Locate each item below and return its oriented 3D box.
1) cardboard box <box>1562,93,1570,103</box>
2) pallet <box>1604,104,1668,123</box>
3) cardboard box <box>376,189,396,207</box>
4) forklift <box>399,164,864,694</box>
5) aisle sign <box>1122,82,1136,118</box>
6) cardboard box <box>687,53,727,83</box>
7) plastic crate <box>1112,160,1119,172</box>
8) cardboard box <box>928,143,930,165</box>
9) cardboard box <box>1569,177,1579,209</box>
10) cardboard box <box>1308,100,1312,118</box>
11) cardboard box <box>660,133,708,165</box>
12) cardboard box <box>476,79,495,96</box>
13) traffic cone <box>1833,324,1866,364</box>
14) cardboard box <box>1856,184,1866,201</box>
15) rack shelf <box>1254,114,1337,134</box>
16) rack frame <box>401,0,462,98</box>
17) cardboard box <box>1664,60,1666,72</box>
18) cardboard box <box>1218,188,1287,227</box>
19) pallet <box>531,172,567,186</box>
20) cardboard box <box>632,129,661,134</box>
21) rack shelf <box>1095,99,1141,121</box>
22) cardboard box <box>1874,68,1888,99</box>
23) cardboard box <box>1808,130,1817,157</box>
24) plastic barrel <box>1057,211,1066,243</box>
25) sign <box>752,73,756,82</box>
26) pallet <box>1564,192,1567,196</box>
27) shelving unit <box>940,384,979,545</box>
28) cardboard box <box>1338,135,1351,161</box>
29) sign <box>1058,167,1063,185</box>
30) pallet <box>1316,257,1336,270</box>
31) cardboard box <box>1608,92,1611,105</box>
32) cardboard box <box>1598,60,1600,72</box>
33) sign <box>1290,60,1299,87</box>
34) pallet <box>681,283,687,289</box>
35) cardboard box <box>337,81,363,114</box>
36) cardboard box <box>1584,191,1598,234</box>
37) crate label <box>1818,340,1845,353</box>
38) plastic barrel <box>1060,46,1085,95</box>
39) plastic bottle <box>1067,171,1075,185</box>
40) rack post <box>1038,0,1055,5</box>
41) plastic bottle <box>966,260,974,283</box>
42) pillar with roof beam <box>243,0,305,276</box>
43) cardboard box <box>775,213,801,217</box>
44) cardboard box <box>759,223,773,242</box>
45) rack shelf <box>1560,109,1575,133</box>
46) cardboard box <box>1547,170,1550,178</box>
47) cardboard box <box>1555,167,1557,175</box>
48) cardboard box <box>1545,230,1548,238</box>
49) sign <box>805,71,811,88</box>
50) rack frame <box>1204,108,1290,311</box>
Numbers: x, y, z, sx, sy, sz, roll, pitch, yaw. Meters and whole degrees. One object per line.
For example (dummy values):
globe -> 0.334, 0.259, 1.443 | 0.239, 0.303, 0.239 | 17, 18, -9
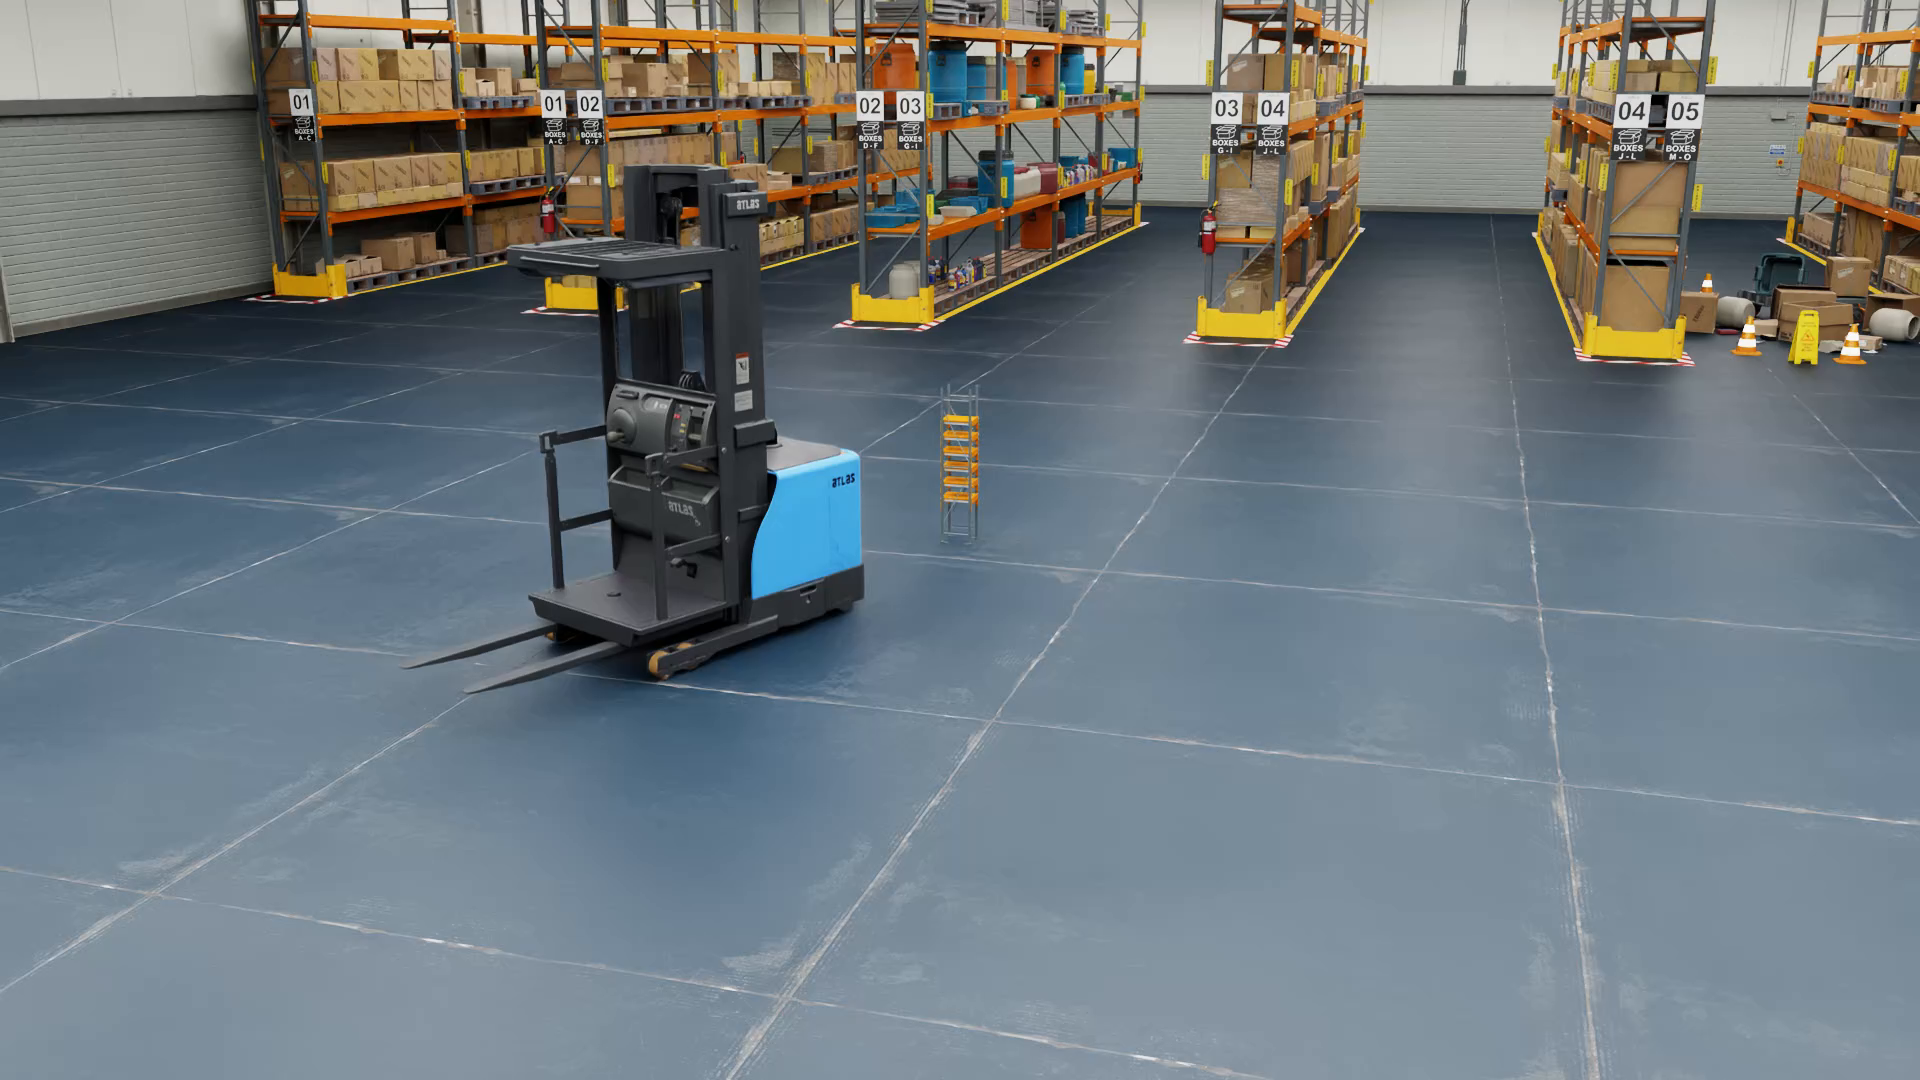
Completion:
cardboard box -> 11.821, -8.460, 31.935 | 0.500, 0.250, 0.500 | 5, 17, 17
pallet -> 8.731, -5.395, 21.019 | 1.003, 0.211, 1.213 | 5, 16, 16
cardboard box -> -9.716, -5.674, 27.573 | 0.500, 0.250, 0.500 | 4, 16, 15
forklift -> -1.973, -0.735, 10.050 | 1.130, 2.935, 3.031 | 13, 20, 38
aisle sign -> 3.903, -10.028, 37.922 | 0.394, 0.787, 0.004 | 5, 16, 16
cardboard box -> -4.343, -8.119, 28.589 | 0.500, 0.500, 0.500 | 5, 17, 17
plastic crate -> 3.264, -8.172, 36.341 | 0.416, 0.233, 0.300 | 5, 16, 16
cardboard box -> -1.013, -9.076, 39.147 | 0.500, 0.500, 0.500 | 5, 17, 18
cardboard box -> 10.132, -5.579, 26.819 | 0.500, 0.500, 0.500 | 5, 16, 16
cardboard box -> 4.903, -6.353, 24.508 | 0.500, 0.250, 0.500 | 5, 17, 17
cardboard box -> -4.676, -6.582, 27.978 | 0.700, 0.500, 0.500 | 5, 17, 16
cardboard box -> -8.900, -8.310, 30.527 | 0.500, 0.311, 0.500 | 5, 17, 18
traffic cone -> 11.030, -2.432, 20.554 | 0.336, 0.463, 0.334 | 5, 16, 16
cardboard box -> 15.880, -6.017, 28.820 | 0.500, 0.250, 0.500 | 4, 16, 15
rack shelf -> 5.509, -6.878, 27.401 | 1.077, 0.370, 4.000 | 5, 16, 16
rack frame -> -9.307, -9.296, 29.112 | 1.000, 3.000, 0.127 | 5, 16, 16
cardboard box -> 9.148, -6.017, 21.095 | 0.380, 0.149, 0.250 | 5, 17, 16
cardboard box -> 3.986, -4.544, 22.624 | 0.875, 0.500, 0.500 | 5, 16, 16
pallet -> -8.271, -7.169, 32.960 | 1.213, 0.211, 1.003 | 5, 16, 16
cardboard box -> -6.921, -8.922, 36.650 | 0.500, 0.250, 0.500 | 5, 17, 17
rack shelf -> 3.033, -9.355, 36.135 | 1.077, 0.370, 4.000 | 5, 16, 16
cardboard box -> 15.801, -7.712, 28.073 | 0.500, 0.500, 0.500 | 5, 17, 16
cardboard box -> 17.302, -7.918, 33.234 | 0.500, 0.500, 0.500 | 4, 16, 14
plastic barrel -> 1.772, -6.155, 32.681 | 0.600, 0.588, 0.708 | 5, 16, 16
sign -> -3.939, -8.807, 31.940 | 0.100, 0.325, 0.005 | 5, 16, 16
pallet -> 11.327, -6.322, 29.971 | 1.003, 0.211, 1.213 | 5, 16, 16
shelving unit -> -0.004, -0.573, 12.652 | 0.258, 1.200, 0.189 | 5, 16, 16
cardboard box -> 7.595, -7.888, 33.496 | 0.500, 0.500, 0.500 | 5, 16, 16
sign -> 1.858, -6.726, 30.745 | 0.100, 0.325, 0.005 | 5, 16, 16
pallet -> 6.373, -5.163, 30.644 | 1.003, 0.211, 1.213 | 5, 16, 16
cardboard box -> 8.372, -5.551, 20.915 | 0.380, 0.149, 0.250 | 5, 17, 16
cardboard box -> 9.094, -6.600, 23.152 | 0.380, 0.149, 0.250 | 4, 16, 15
sign -> 4.324, -6.032, 21.502 | 0.100, 0.325, 0.005 | 5, 16, 16
pallet -> -5.167, -4.160, 27.109 | 1.003, 0.211, 1.213 | 5, 16, 16
cardboard box -> -9.922, -7.070, 26.541 | 0.500, 0.500, 0.500 | 6, 17, 20
cardboard box -> 9.173, -4.543, 23.075 | 0.875, 0.550, 0.550 | 5, 16, 16
crate label -> 11.194, -2.485, 21.341 | 0.250, 0.136, 0.298 | -4, 16, -13
plastic barrel -> 2.127, -9.162, 32.450 | 0.600, 0.901, 0.708 | 5, 16, 16
plastic bottle -> 2.155, -7.079, 32.518 | 0.152, 0.276, 0.135 | 5, 16, 16
rack post -> 1.456, -10.034, 30.768 | 0.624, 0.289, 0.986 | 5, 16, 16
plastic bottle -> 0.139, -4.253, 26.376 | 0.144, 0.351, 0.185 | 5, 16, 16
pillar with roof beam -> -6.947, -8.166, 25.128 | 9.100, 9.000, 0.400 | 5, 16, 16
cardboard box -> -3.379, -6.345, 33.477 | 0.500, 0.500, 0.500 | 5, 17, 18
cardboard box -> -3.764, -5.667, 30.553 | 0.500, 0.311, 0.500 | 5, 17, 17
rack shelf -> 11.372, -7.513, 29.642 | 1.077, 0.370, 4.000 | 5, 16, 16
cardboard box -> 12.511, -7.670, 34.833 | 0.380, 0.149, 0.250 | 4, 16, 14
cardboard box -> 10.799, -6.551, 29.574 | 0.380, 0.149, 0.250 | 5, 16, 15
cardboard box -> 12.019, -6.170, 33.539 | 0.380, 0.149, 0.250 | 5, 16, 16
sign -> -2.890, -8.758, 31.619 | 0.100, 0.325, 0.005 | 5, 16, 16
rack frame -> 3.804, -4.211, 22.178 | 1.000, 3.000, 0.127 | 5, 16, 16
